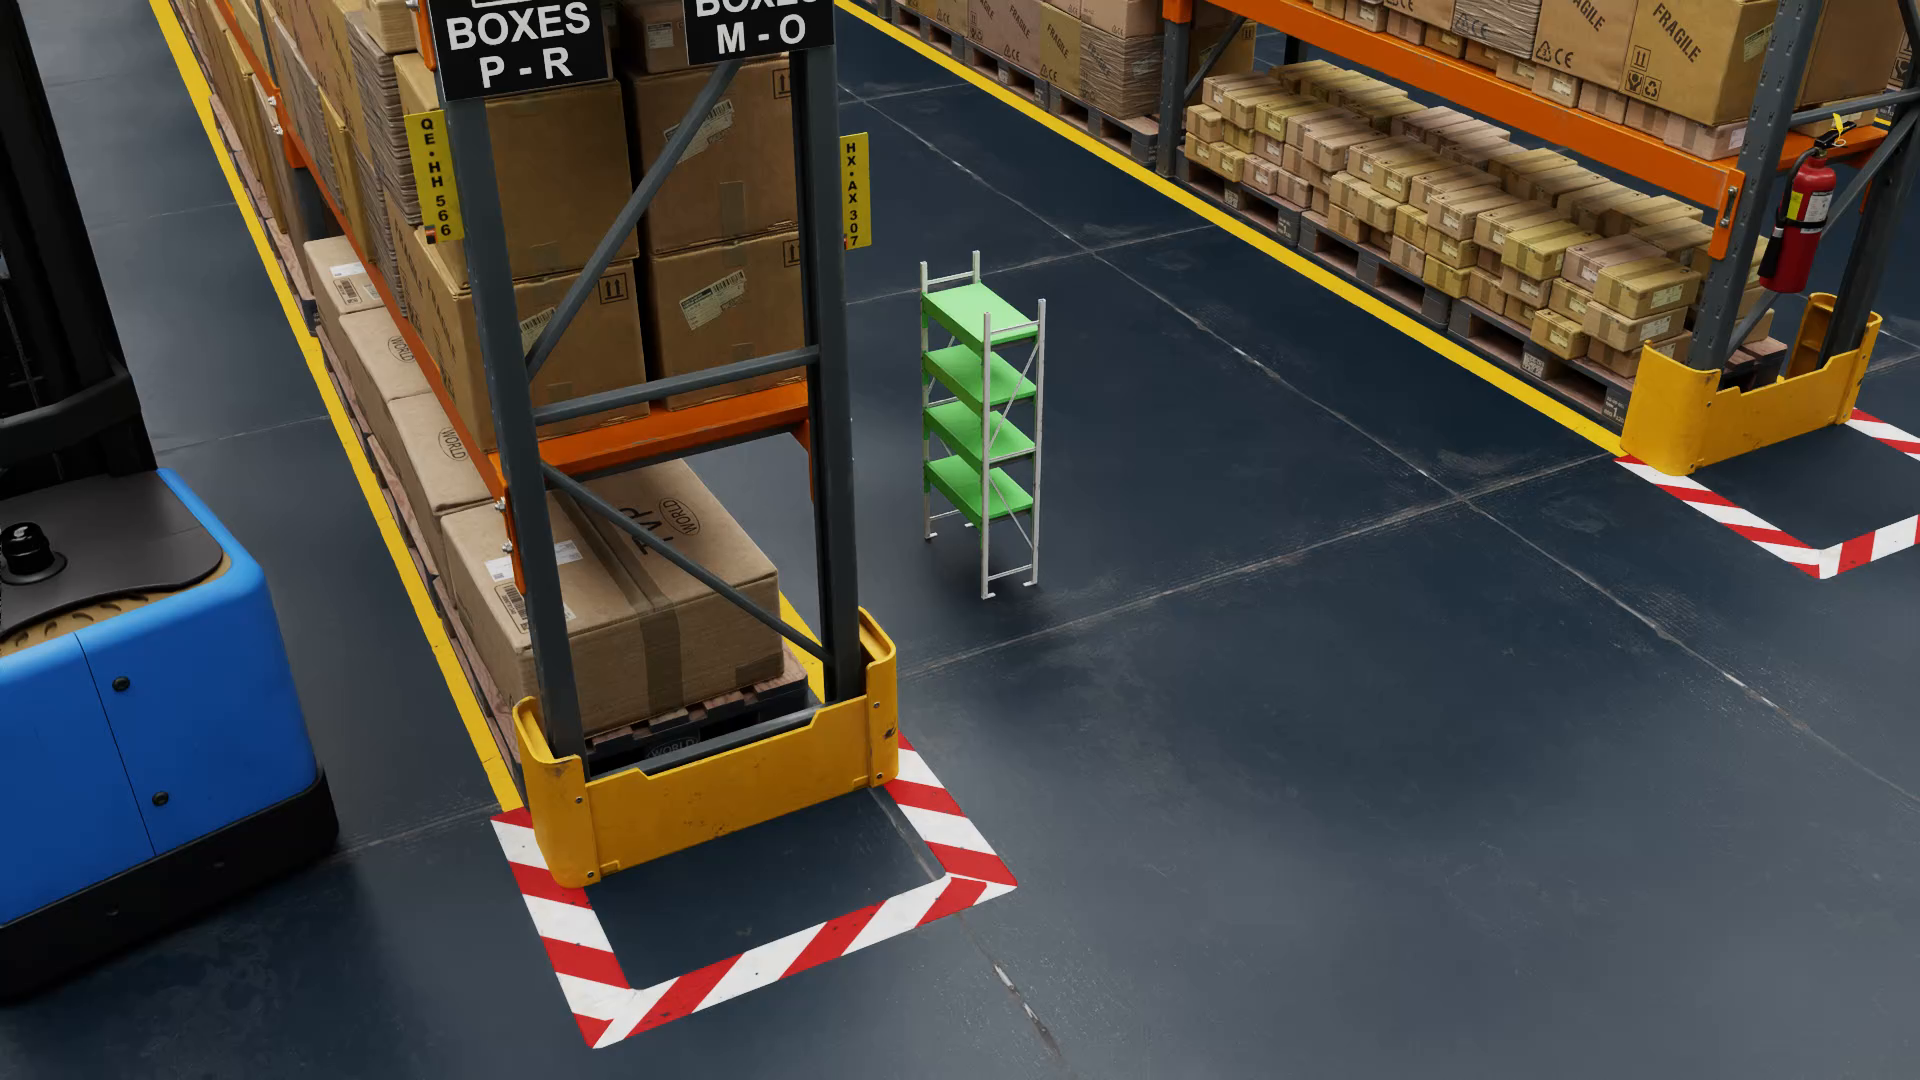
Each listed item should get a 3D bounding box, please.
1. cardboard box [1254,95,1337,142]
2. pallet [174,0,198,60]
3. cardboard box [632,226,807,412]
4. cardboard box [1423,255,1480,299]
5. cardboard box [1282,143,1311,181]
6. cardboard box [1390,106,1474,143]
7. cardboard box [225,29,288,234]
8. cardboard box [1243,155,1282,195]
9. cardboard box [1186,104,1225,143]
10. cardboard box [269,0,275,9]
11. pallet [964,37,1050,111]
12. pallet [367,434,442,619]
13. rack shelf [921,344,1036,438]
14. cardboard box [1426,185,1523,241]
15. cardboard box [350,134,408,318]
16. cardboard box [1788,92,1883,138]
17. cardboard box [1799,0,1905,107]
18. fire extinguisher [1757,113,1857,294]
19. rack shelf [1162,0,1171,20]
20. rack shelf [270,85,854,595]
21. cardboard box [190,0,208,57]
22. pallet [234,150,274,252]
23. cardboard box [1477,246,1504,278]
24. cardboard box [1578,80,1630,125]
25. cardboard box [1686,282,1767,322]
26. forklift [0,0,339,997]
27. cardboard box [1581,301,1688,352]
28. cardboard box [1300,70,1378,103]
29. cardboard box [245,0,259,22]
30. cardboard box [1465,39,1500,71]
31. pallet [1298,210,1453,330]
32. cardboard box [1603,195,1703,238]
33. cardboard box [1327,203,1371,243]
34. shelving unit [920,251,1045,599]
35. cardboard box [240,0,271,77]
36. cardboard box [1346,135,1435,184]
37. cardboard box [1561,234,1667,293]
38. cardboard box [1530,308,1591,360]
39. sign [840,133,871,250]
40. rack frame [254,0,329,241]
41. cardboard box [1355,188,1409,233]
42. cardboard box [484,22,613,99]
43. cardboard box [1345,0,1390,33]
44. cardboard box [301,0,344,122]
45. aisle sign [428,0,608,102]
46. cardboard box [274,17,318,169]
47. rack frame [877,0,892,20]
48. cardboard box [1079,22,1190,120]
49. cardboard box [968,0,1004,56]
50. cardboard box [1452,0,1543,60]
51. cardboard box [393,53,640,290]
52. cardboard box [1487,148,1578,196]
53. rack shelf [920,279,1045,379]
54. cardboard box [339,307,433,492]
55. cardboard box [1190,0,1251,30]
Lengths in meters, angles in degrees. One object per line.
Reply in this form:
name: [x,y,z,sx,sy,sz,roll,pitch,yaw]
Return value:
cardboard box: [1.893,-2.382,9.389,0.380,0.149,0.250,-16,36,-24]
pallet: [-5.447,-4.022,12.833,1.003,0.211,1.213,-16,36,-23]
cardboard box: [-0.759,-0.767,5.074,0.500,0.500,0.500,-16,36,-23]
cardboard box: [2.555,-1.358,8.342,0.380,0.149,0.250,-18,37,-25]
cardboard box: [2.030,-2.139,9.286,0.380,0.149,0.250,-18,37,-25]
cardboard box: [2.611,-2.270,9.215,0.380,0.149,0.250,-18,37,-25]
cardboard box: [-3.442,-2.320,9.171,0.875,0.875,0.875,-15,36,-22]
cardboard box: [1.849,-2.115,9.525,0.380,0.149,0.250,-16,36,-23]
cardboard box: [1.564,-2.474,9.809,0.380,0.149,0.250,-14,35,-21]
cardboard box: [-2.646,-2.508,6.864,0.500,0.500,0.500,-16,36,-23]
pallet: [0.741,-3.406,11.871,1.003,0.211,1.213,-16,36,-23]
pallet: [-1.796,-0.193,6.856,1.003,0.211,1.213,-16,36,-23]
rack shelf: [0.077,-0.574,6.208,0.258,0.148,0.480,-16,36,-23]
cardboard box: [2.533,-1.613,8.189,0.380,0.149,0.250,-15,35,-21]
cardboard box: [-1.717,-1.116,5.619,0.500,0.500,0.500,-15,36,-22]
cardboard box: [3.682,-1.849,7.088,0.380,0.149,0.250,-16,36,-23]
cardboard box: [3.578,-2.168,6.985,0.500,0.500,0.500,-14,35,-21]
fire extinguisher: [3.252,-1.291,6.402,0.296,0.674,0.183,-16,36,-23]
rack shelf: [0.745,-4.278,11.313,1.077,0.370,4.000,-16,36,-23]
rack shelf: [-1.722,-1.076,6.315,1.077,0.370,4.000,-16,36,-23]
cardboard box: [-4.774,-3.584,11.611,0.950,0.372,0.625,-18,37,-26]
pallet: [-3.653,-2.091,9.818,1.003,0.211,1.213,-16,36,-23]
cardboard box: [2.766,-1.401,8.133,0.380,0.149,0.250,-16,36,-24]
cardboard box: [2.928,-1.940,7.230,0.380,0.149,0.250,-16,36,-24]
cardboard box: [3.526,-1.134,7.716,0.380,0.149,0.250,-14,35,-21]
forklift: [-3.275,-0.682,5.098,1.130,2.935,3.031,-25,40,-33]
cardboard box: [3.044,-0.999,7.506,0.380,0.149,0.250,-17,36,-24]
cardboard box: [2.228,-2.637,9.787,0.380,0.149,0.250,-15,36,-23]
cardboard box: [-3.075,-2.629,7.749,0.500,0.250,0.500,-16,36,-23]
cardboard box: [2.618,-2.333,7.844,0.380,0.149,0.250,-17,37,-25]
pallet: [2.595,-1.557,8.985,1.003,0.211,1.213,-16,36,-23]
cardboard box: [3.360,-1.533,8.065,0.380,0.149,0.250,-16,36,-23]
cardboard box: [2.204,-1.739,8.937,0.380,0.149,0.250,-17,36,-24]
shelving unit: [0.077,-0.426,6.303,0.258,1.200,0.503,-16,36,-23]
cardboard box: [-3.086,-2.420,7.886,0.500,0.250,0.500,-17,36,-24]
cardboard box: [2.281,-2.012,8.812,0.380,0.149,0.250,-17,37,-25]
cardboard box: [3.006,-1.267,7.650,0.380,0.149,0.250,-15,36,-22]
cardboard box: [2.904,-0.990,7.768,0.380,0.149,0.250,-15,35,-22]
sign: [-0.295,-0.959,4.590,0.100,0.325,0.005,-16,36,-23]
rack frame: [-2.654,-2.333,7.611,1.000,3.000,0.127,-16,36,-23]
cardboard box: [2.292,-1.742,8.666,0.380,0.149,0.250,-15,36,-23]
cardboard box: [-1.134,-1.281,4.348,0.380,0.149,0.250,-15,36,-22]
cardboard box: [2.178,-2.687,8.396,0.380,0.149,0.250,-14,35,-21]
cardboard box: [-1.955,-1.777,5.723,0.500,0.500,0.500,-16,36,-23]
aisle sign: [-1.030,-1.406,3.755,0.394,0.787,0.004,-16,36,-23]
cardboard box: [-2.436,-1.844,6.755,0.500,0.500,0.500,-16,36,-23]
rack frame: [-0.187,-5.535,12.609,1.000,3.000,0.127,-16,36,-23]
cardboard box: [1.110,-3.040,10.643,0.500,0.500,0.500,-17,36,-24]
cardboard box: [0.398,-3.775,11.789,0.500,0.500,0.500,-17,36,-24]
cardboard box: [2.625,-2.521,7.536,0.500,0.500,0.500,-16,36,-23]
cardboard box: [-1.224,-1.057,4.600,0.500,0.500,0.500,-15,35,-22]
cardboard box: [2.968,-1.903,8.641,0.380,0.149,0.250,-15,36,-22]
rack shelf: [0.077,-0.777,6.079,0.258,0.148,0.480,-16,36,-23]
cardboard box: [-2.038,-0.677,7.012,0.875,0.438,0.875,-17,36,-24]
cardboard box: [1.567,-3.485,10.642,0.500,0.250,0.500,-18,37,-25]
